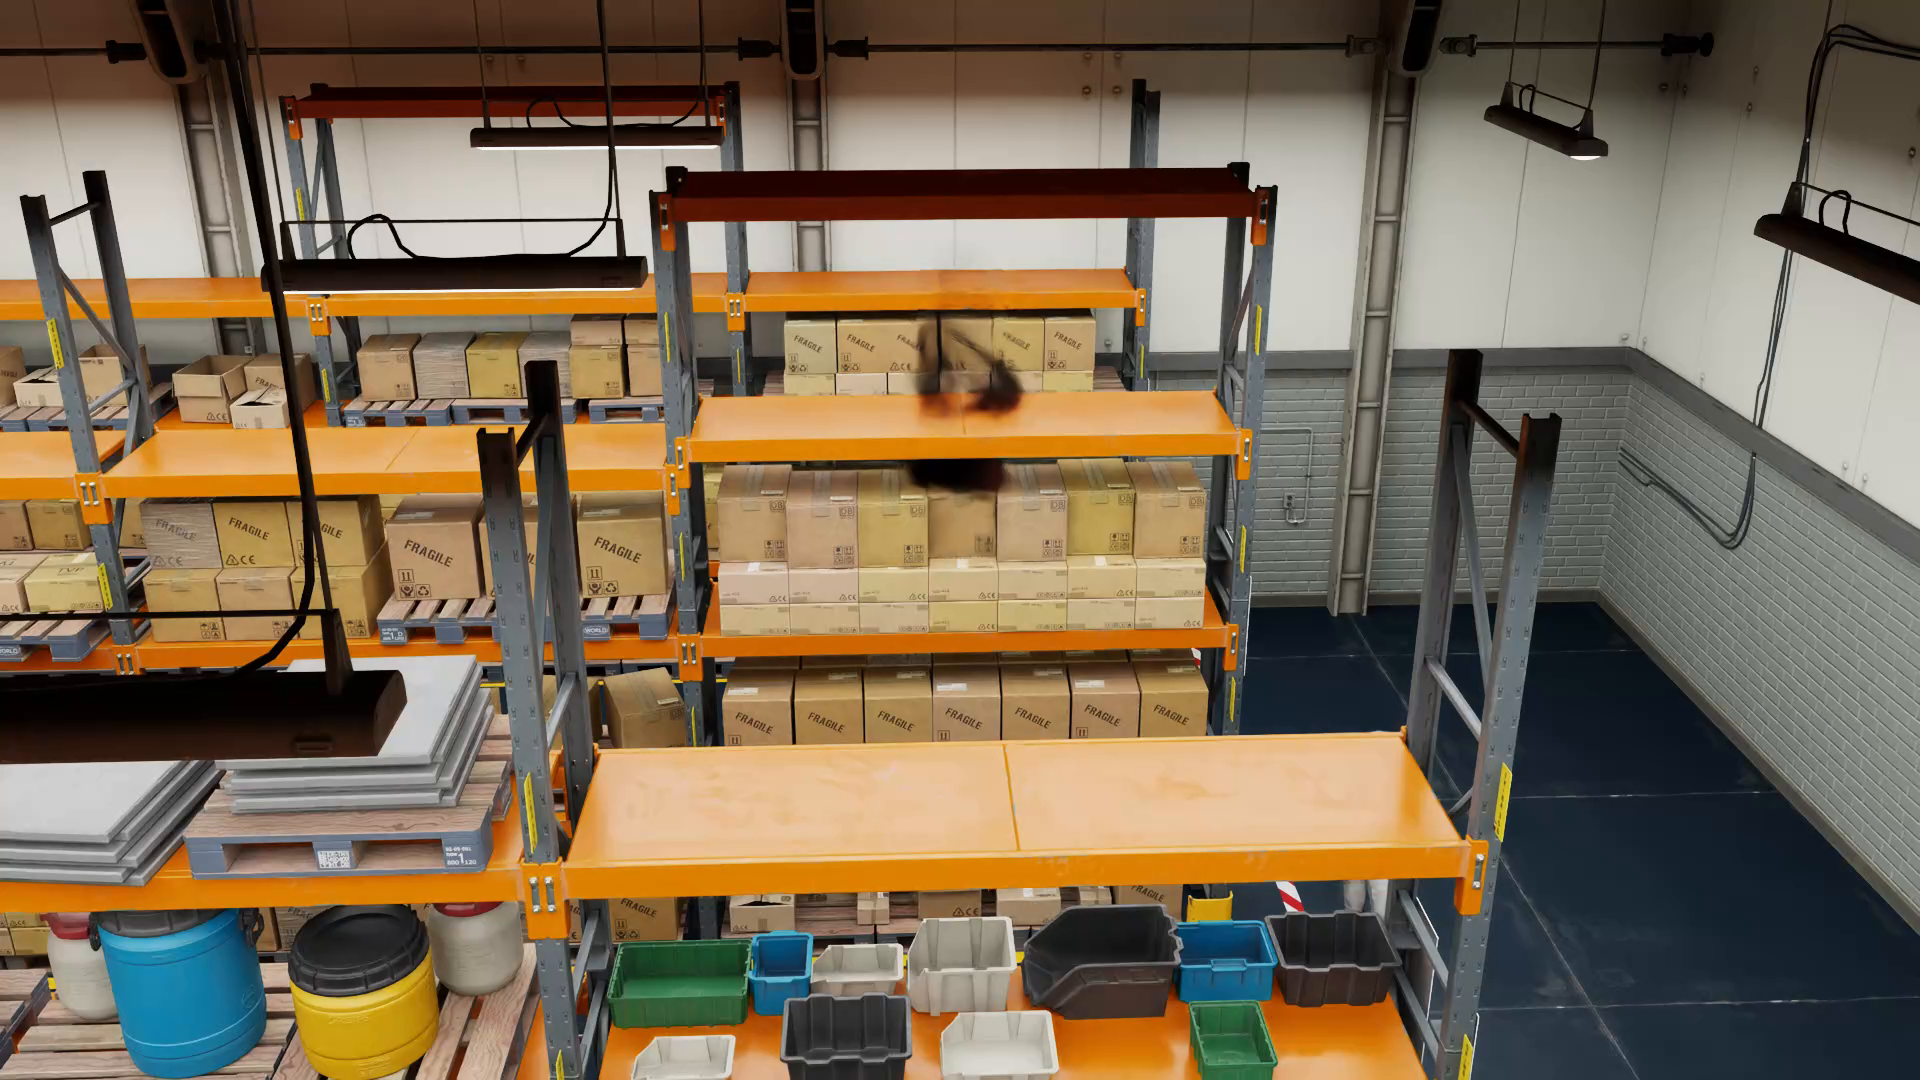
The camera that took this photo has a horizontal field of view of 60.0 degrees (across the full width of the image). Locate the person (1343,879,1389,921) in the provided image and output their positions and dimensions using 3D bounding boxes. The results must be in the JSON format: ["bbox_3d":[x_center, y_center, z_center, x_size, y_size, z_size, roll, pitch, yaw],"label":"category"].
[{"bbox_3d":[3.120,2.487,12.714,0.725,1.724,0.584,4,23,11],"label":"person"}]
